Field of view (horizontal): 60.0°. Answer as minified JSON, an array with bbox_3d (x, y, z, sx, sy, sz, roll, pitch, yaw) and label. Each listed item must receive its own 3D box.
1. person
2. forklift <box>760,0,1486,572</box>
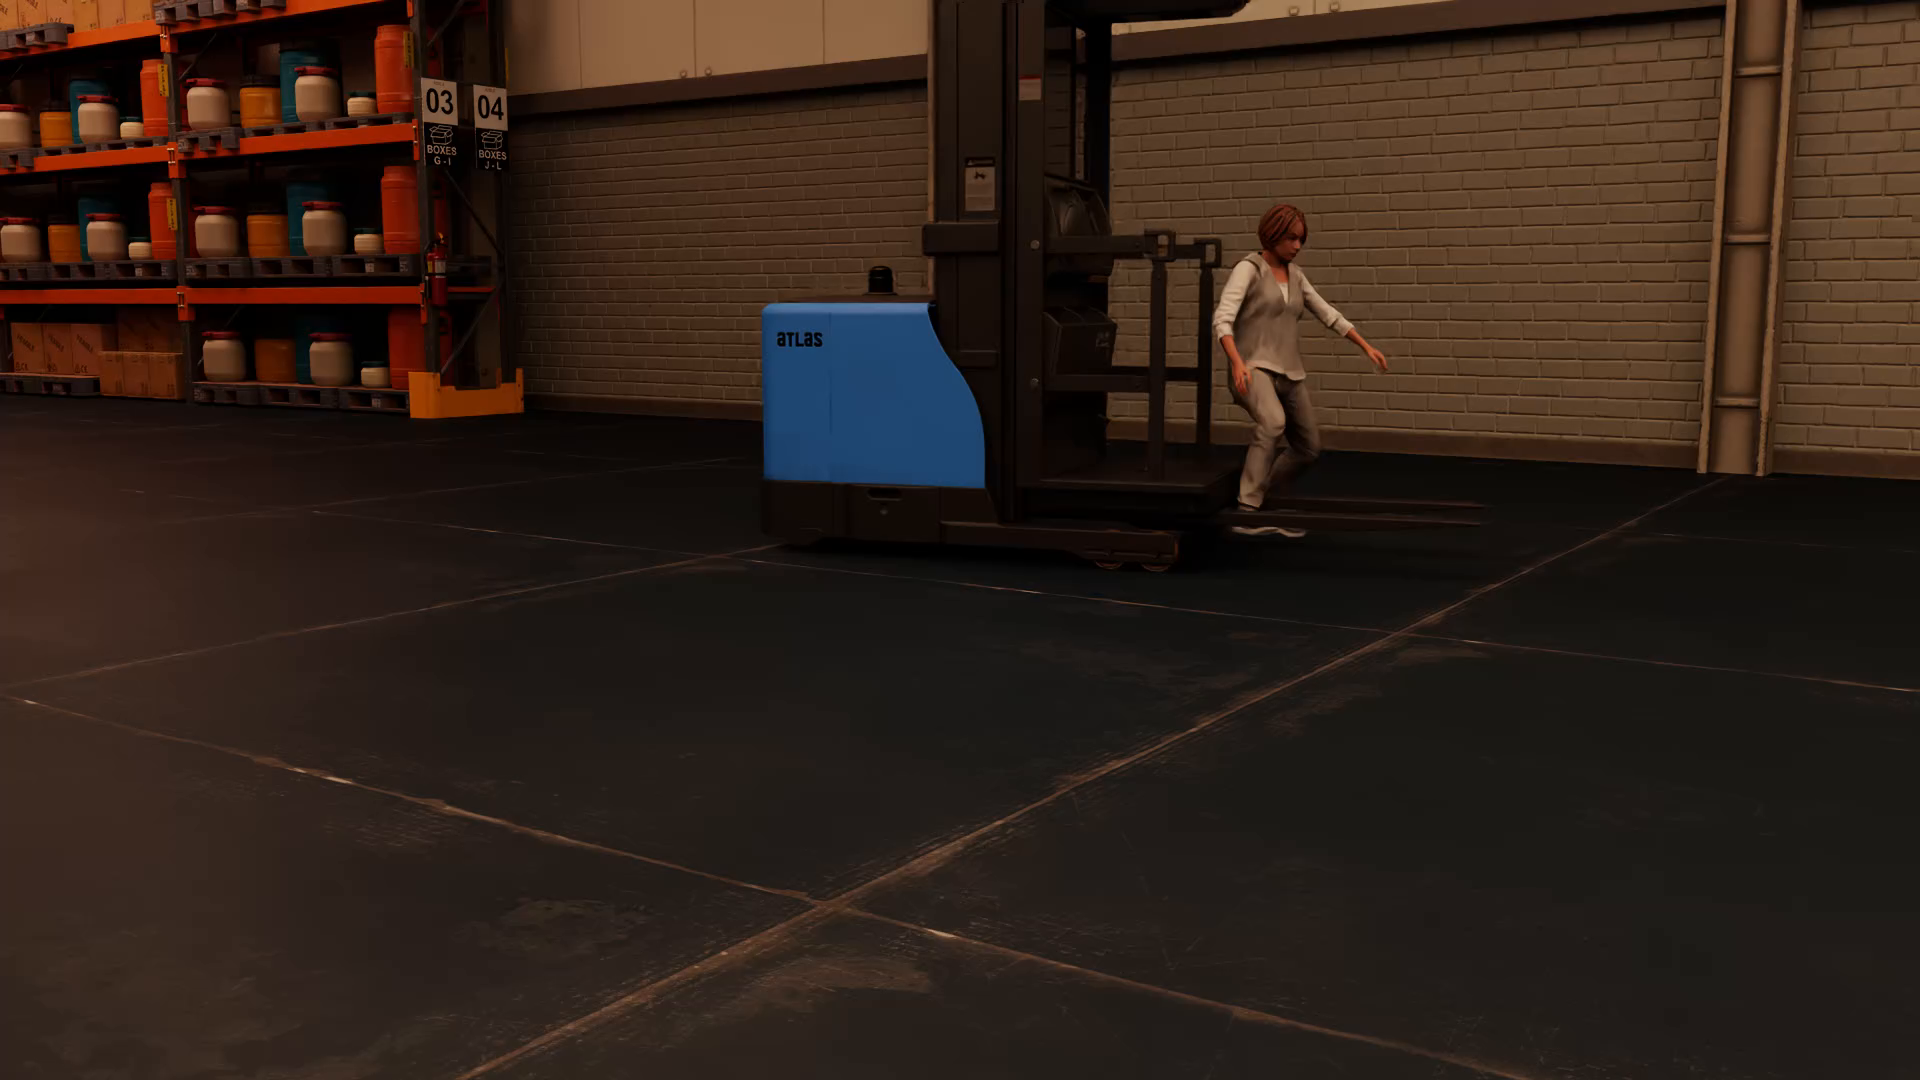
[{"bbox_3d":[1.416,-0.709,7.325,0.856,1.490,0.741,-5,10,-33],"label":"person"},{"bbox_3d":[0.698,-1.405,7.075,3.031,2.935,1.130,3,9,19],"label":"forklift"}]
